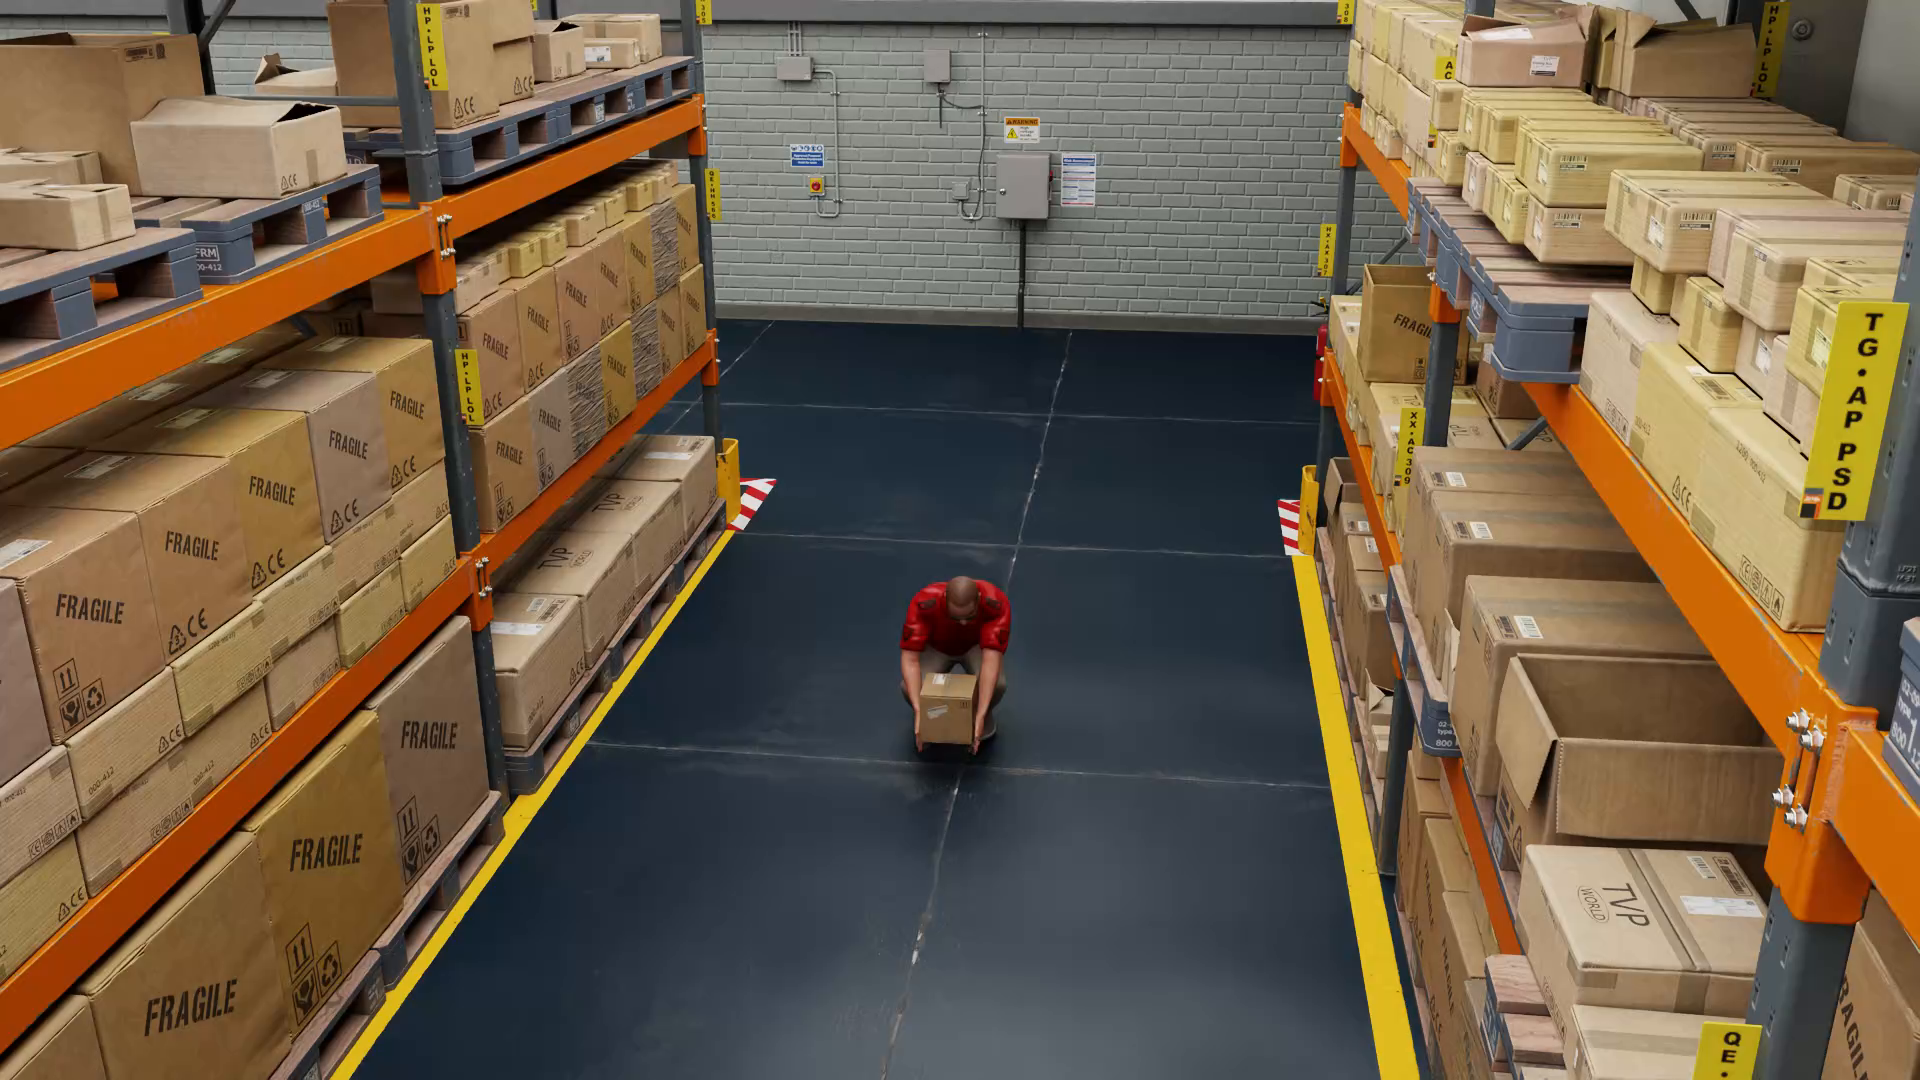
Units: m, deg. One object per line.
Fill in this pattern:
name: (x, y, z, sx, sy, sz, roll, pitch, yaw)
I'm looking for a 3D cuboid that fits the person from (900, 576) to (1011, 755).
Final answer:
person: (-0.017, 0.506, 8.184, 0.537, 0.860, 0.770, 2, 21, 6)
